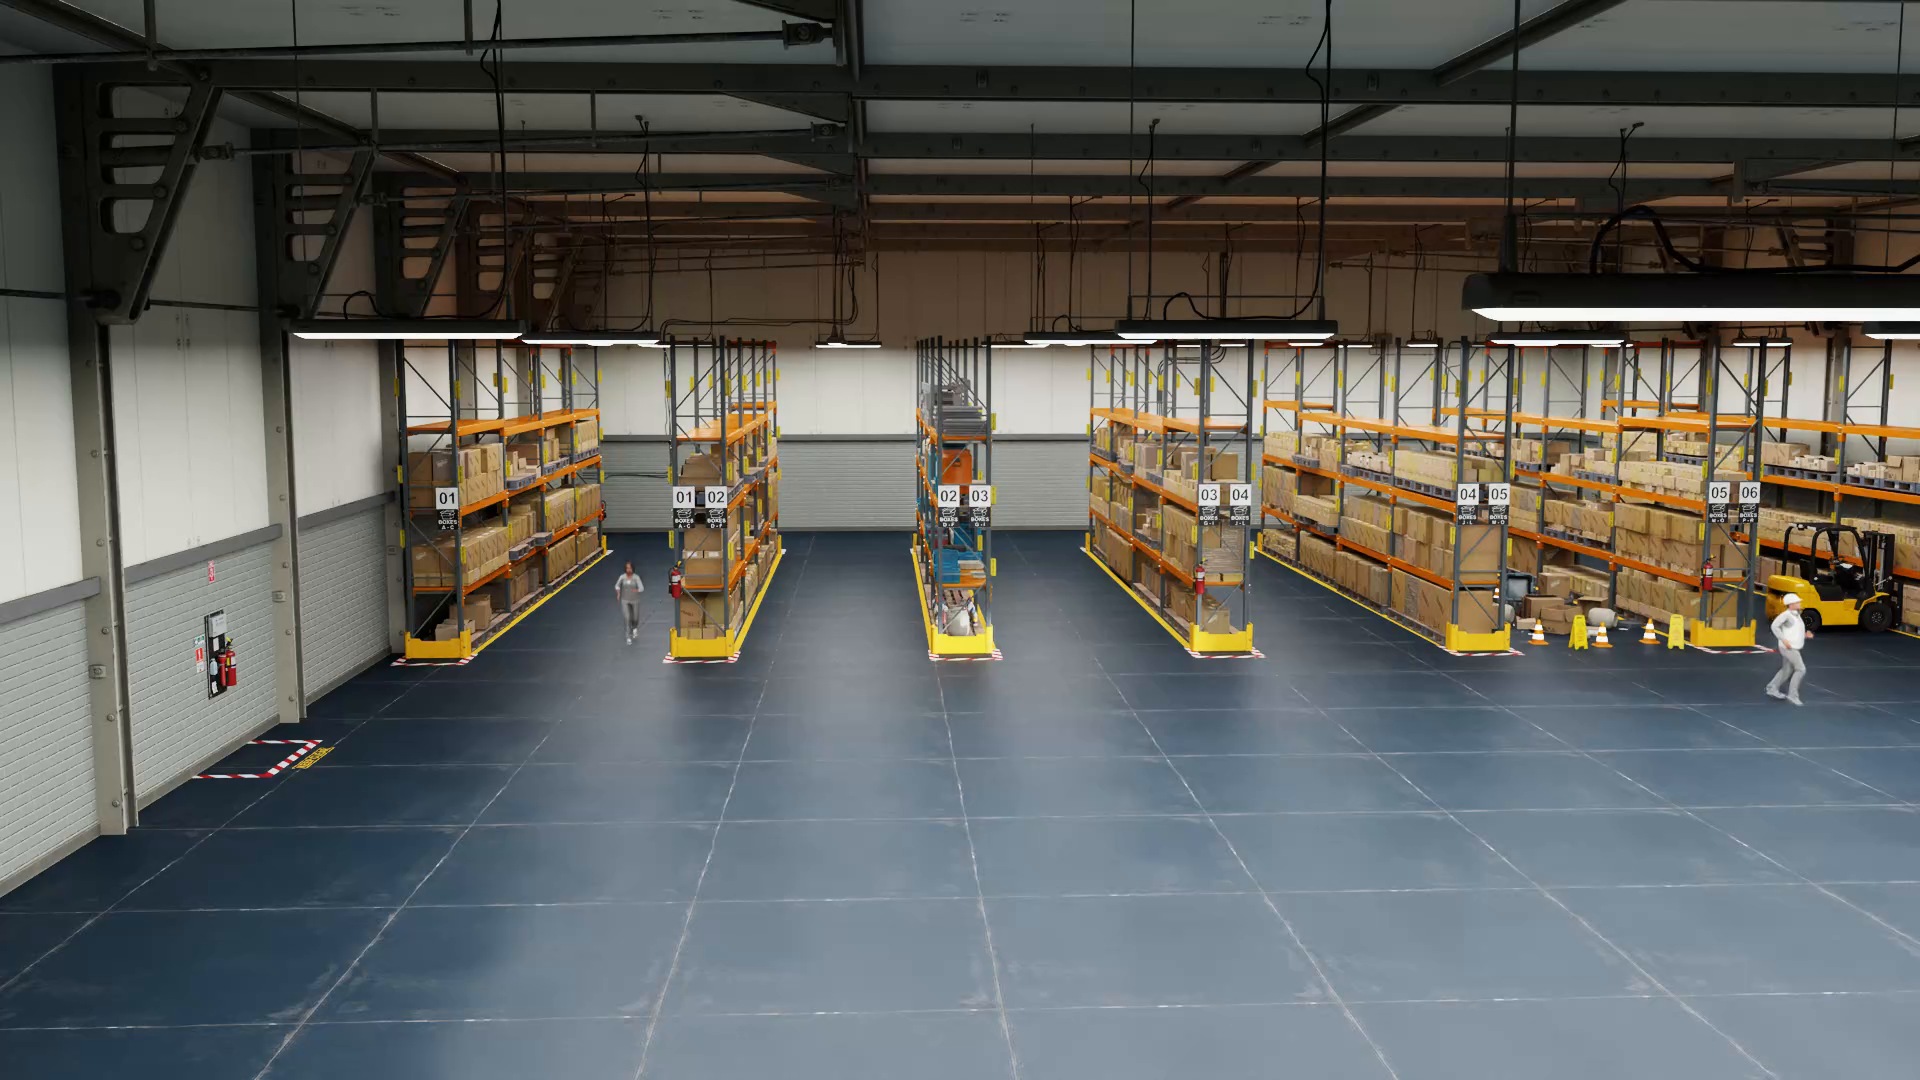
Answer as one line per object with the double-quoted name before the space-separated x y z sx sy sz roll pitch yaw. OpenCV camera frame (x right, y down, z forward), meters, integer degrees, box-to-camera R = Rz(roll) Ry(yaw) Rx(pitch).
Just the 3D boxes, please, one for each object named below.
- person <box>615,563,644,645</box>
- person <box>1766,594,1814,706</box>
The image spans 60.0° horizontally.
"person" -6.476 1.227 32.605 0.545 1.575 0.864 -1 7 -11
"person" 13.525 1.788 27.102 0.675 1.840 0.658 5 8 39
